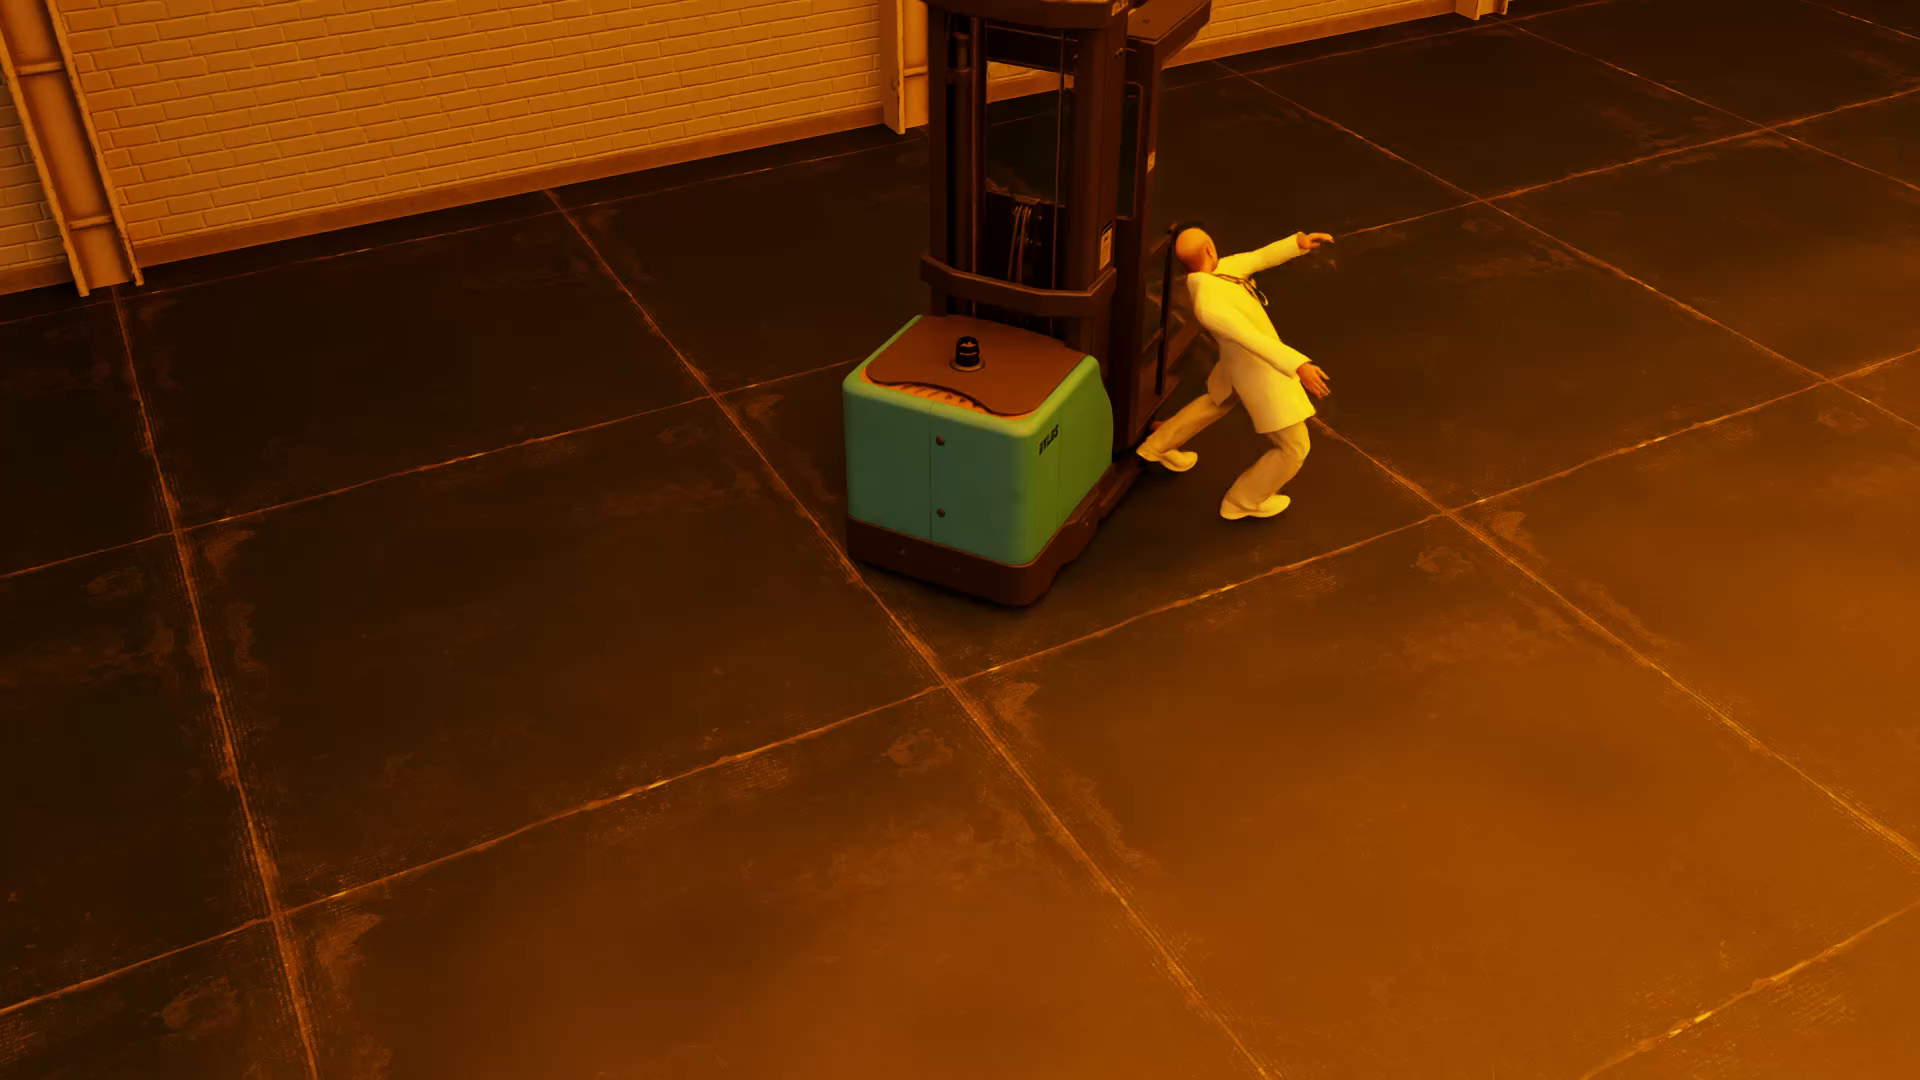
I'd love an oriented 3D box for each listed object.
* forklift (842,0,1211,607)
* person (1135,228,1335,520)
[{"bbox_3d":[0.543,-1.709,8.540,1.130,2.935,3.031,16,38,22],"label":"forklift"},{"bbox_3d":[1.471,-0.773,8.411,0.811,1.504,1.070,-10,36,-14],"label":"person"}]
